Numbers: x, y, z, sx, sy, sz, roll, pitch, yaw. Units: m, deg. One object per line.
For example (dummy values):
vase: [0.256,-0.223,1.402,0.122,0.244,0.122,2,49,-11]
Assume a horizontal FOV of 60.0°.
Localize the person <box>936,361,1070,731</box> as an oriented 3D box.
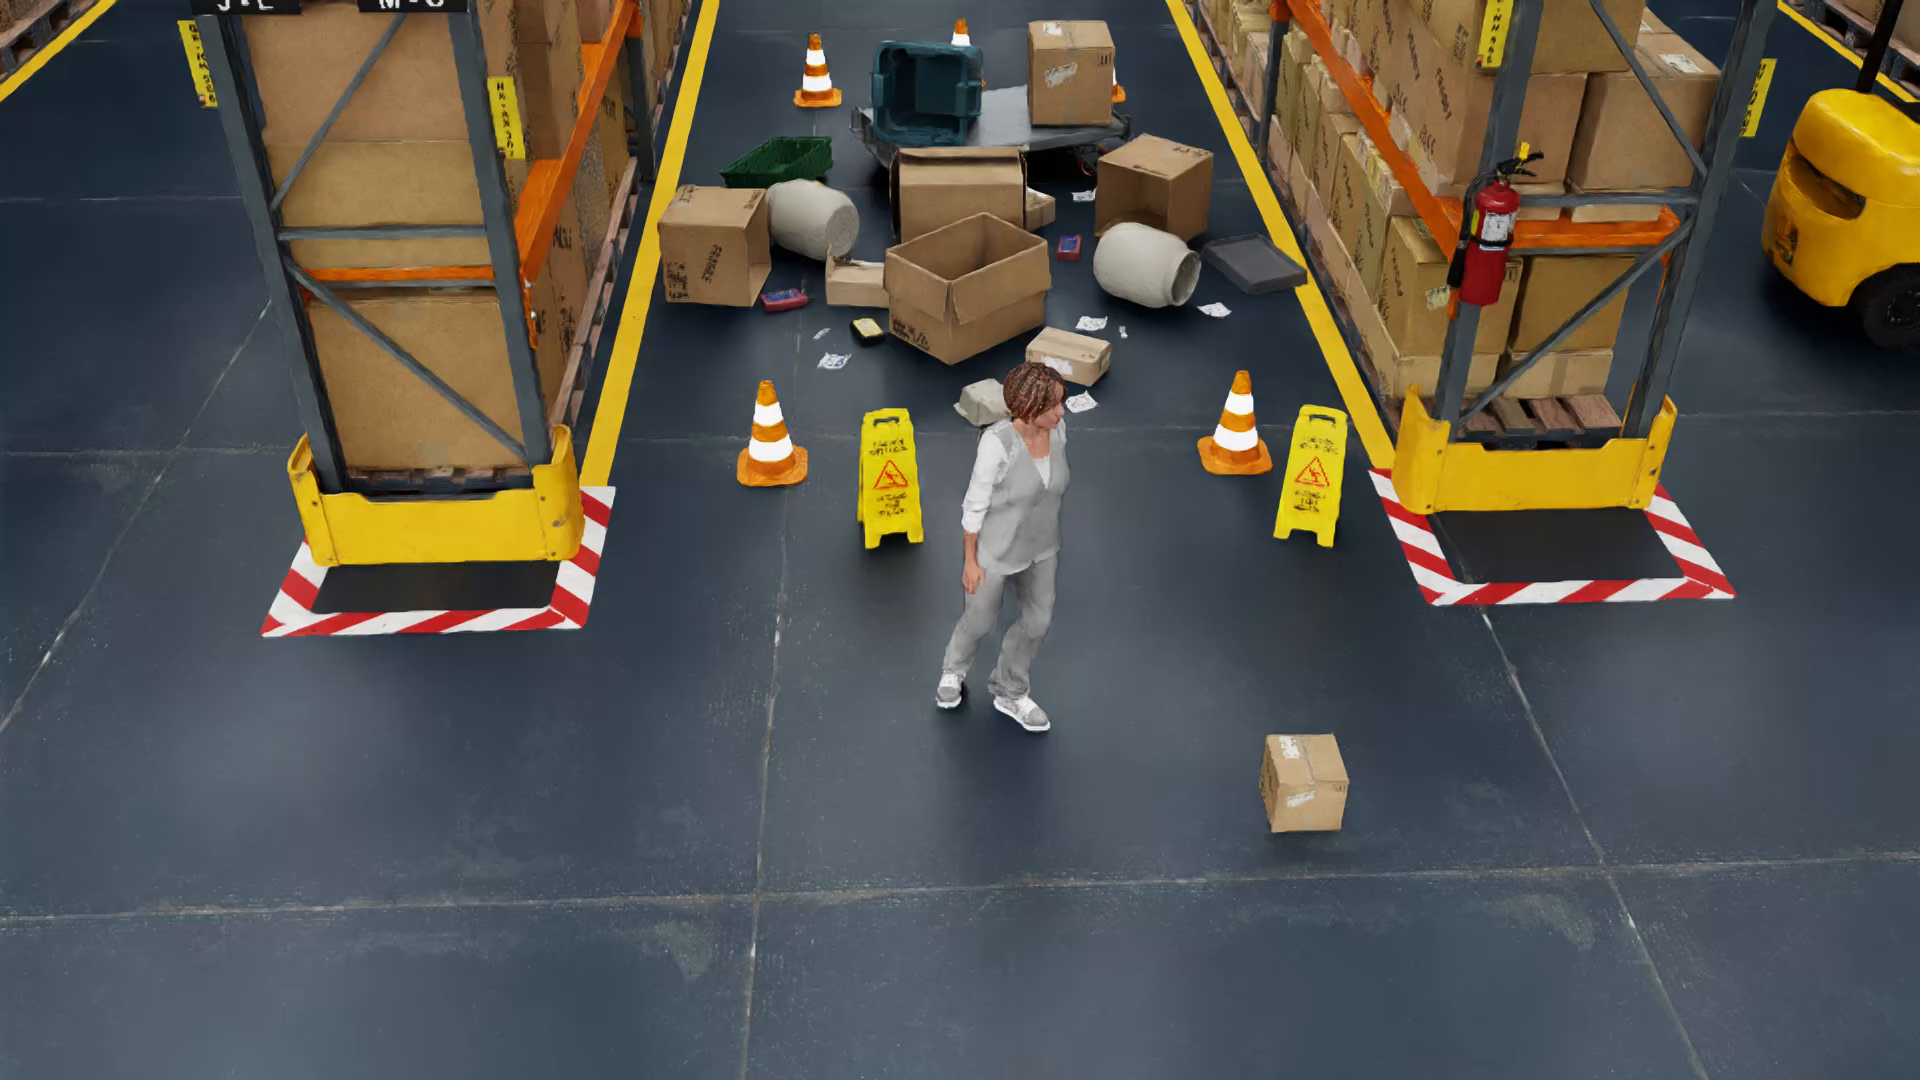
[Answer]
person: [0.152,0.007,6.149,0.467,1.586,0.499,-22,41,-27]
